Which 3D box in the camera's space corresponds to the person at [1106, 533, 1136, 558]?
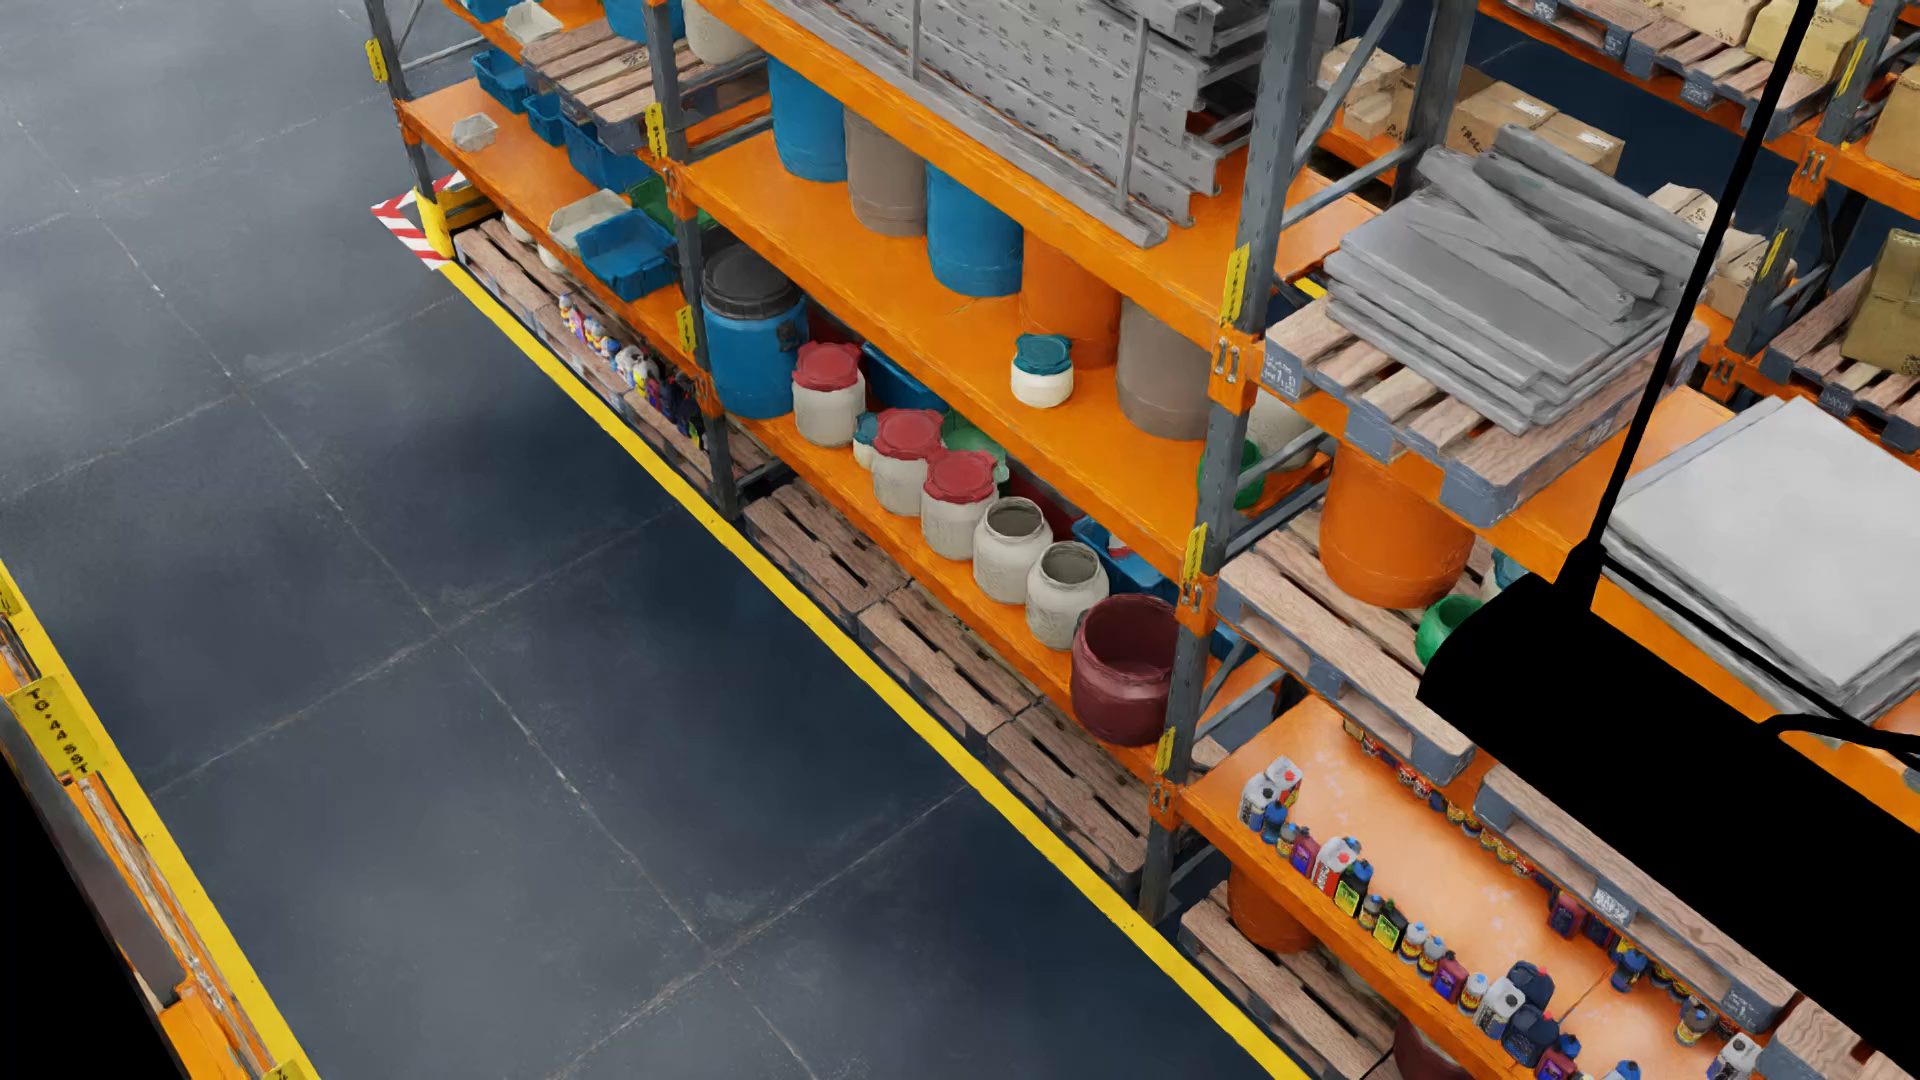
[{"bbox_3d":[0.883,0.093,9.310,0.592,1.730,0.981,-14,48,-13],"label":"person"}]
